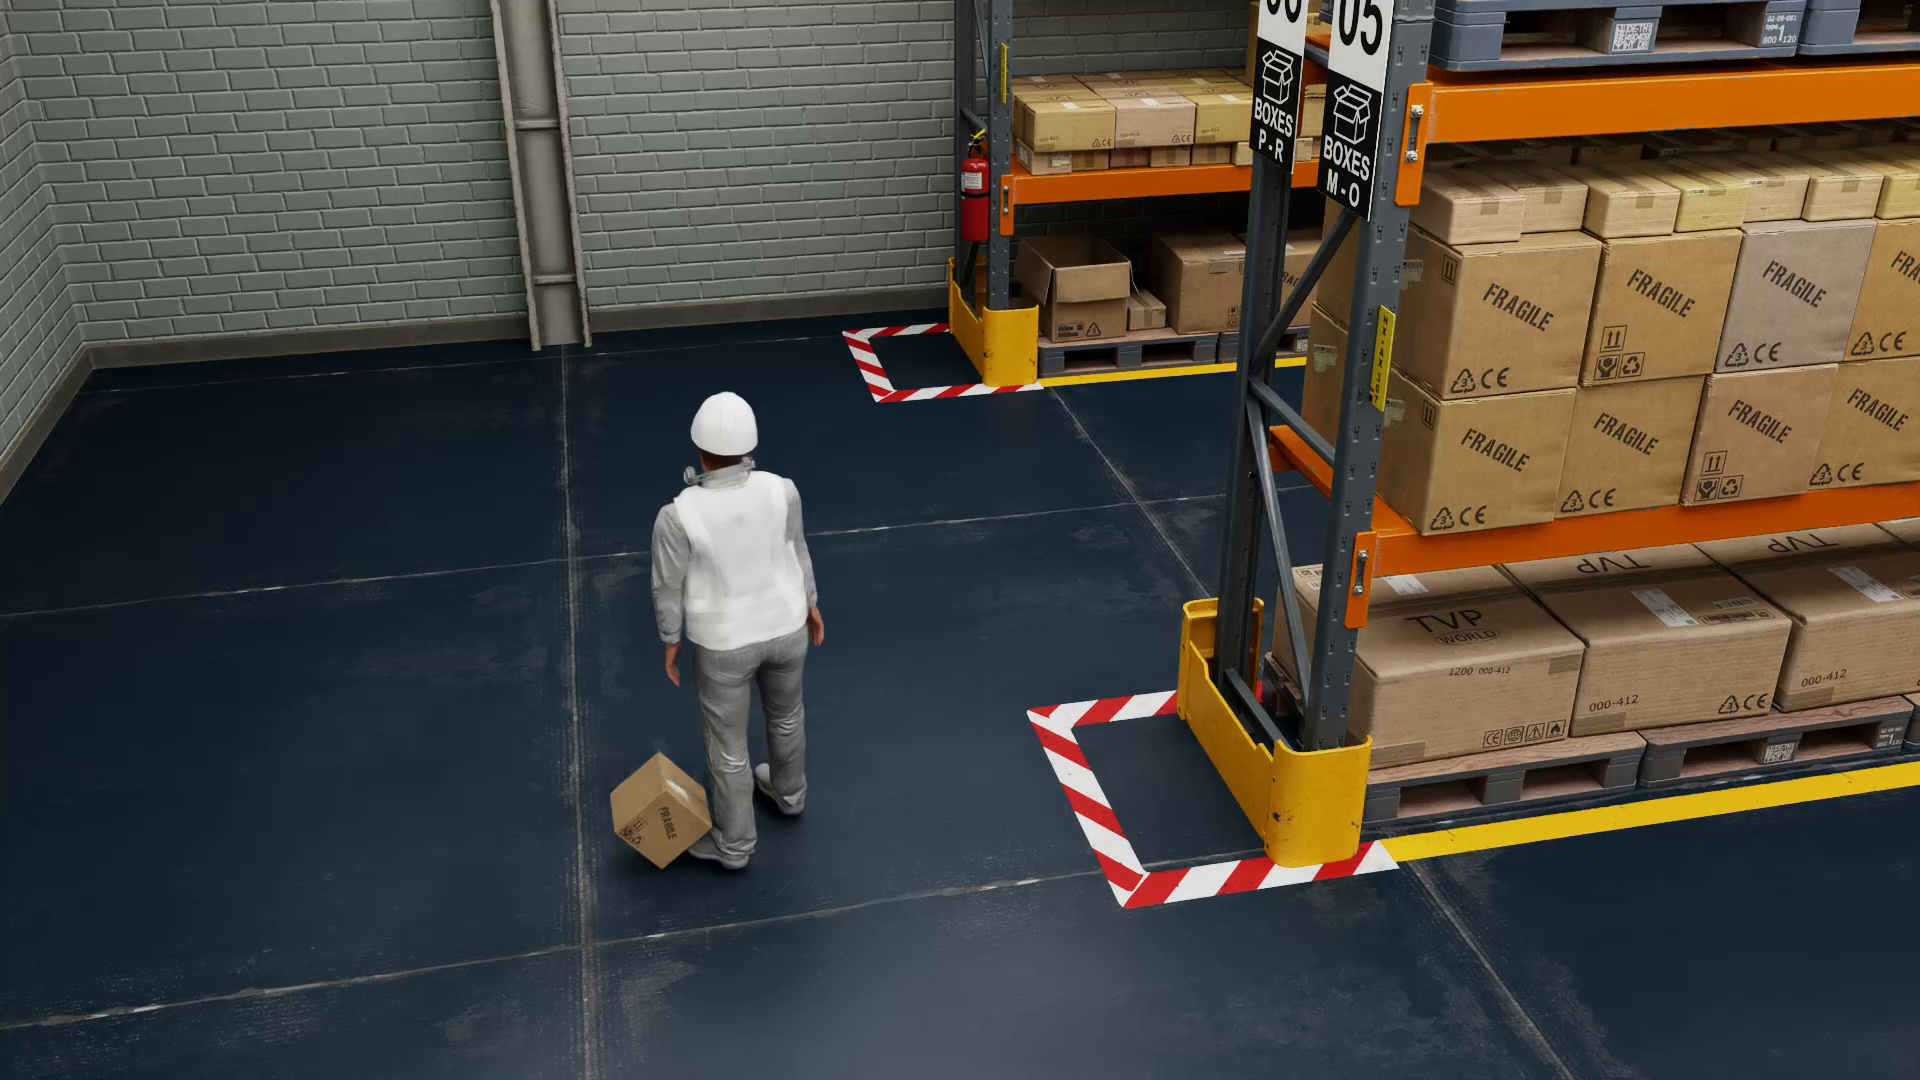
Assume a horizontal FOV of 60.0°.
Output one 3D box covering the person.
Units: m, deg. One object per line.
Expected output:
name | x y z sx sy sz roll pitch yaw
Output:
person | -0.797 0.292 5.941 0.622 1.778 0.525 -12 29 -23
